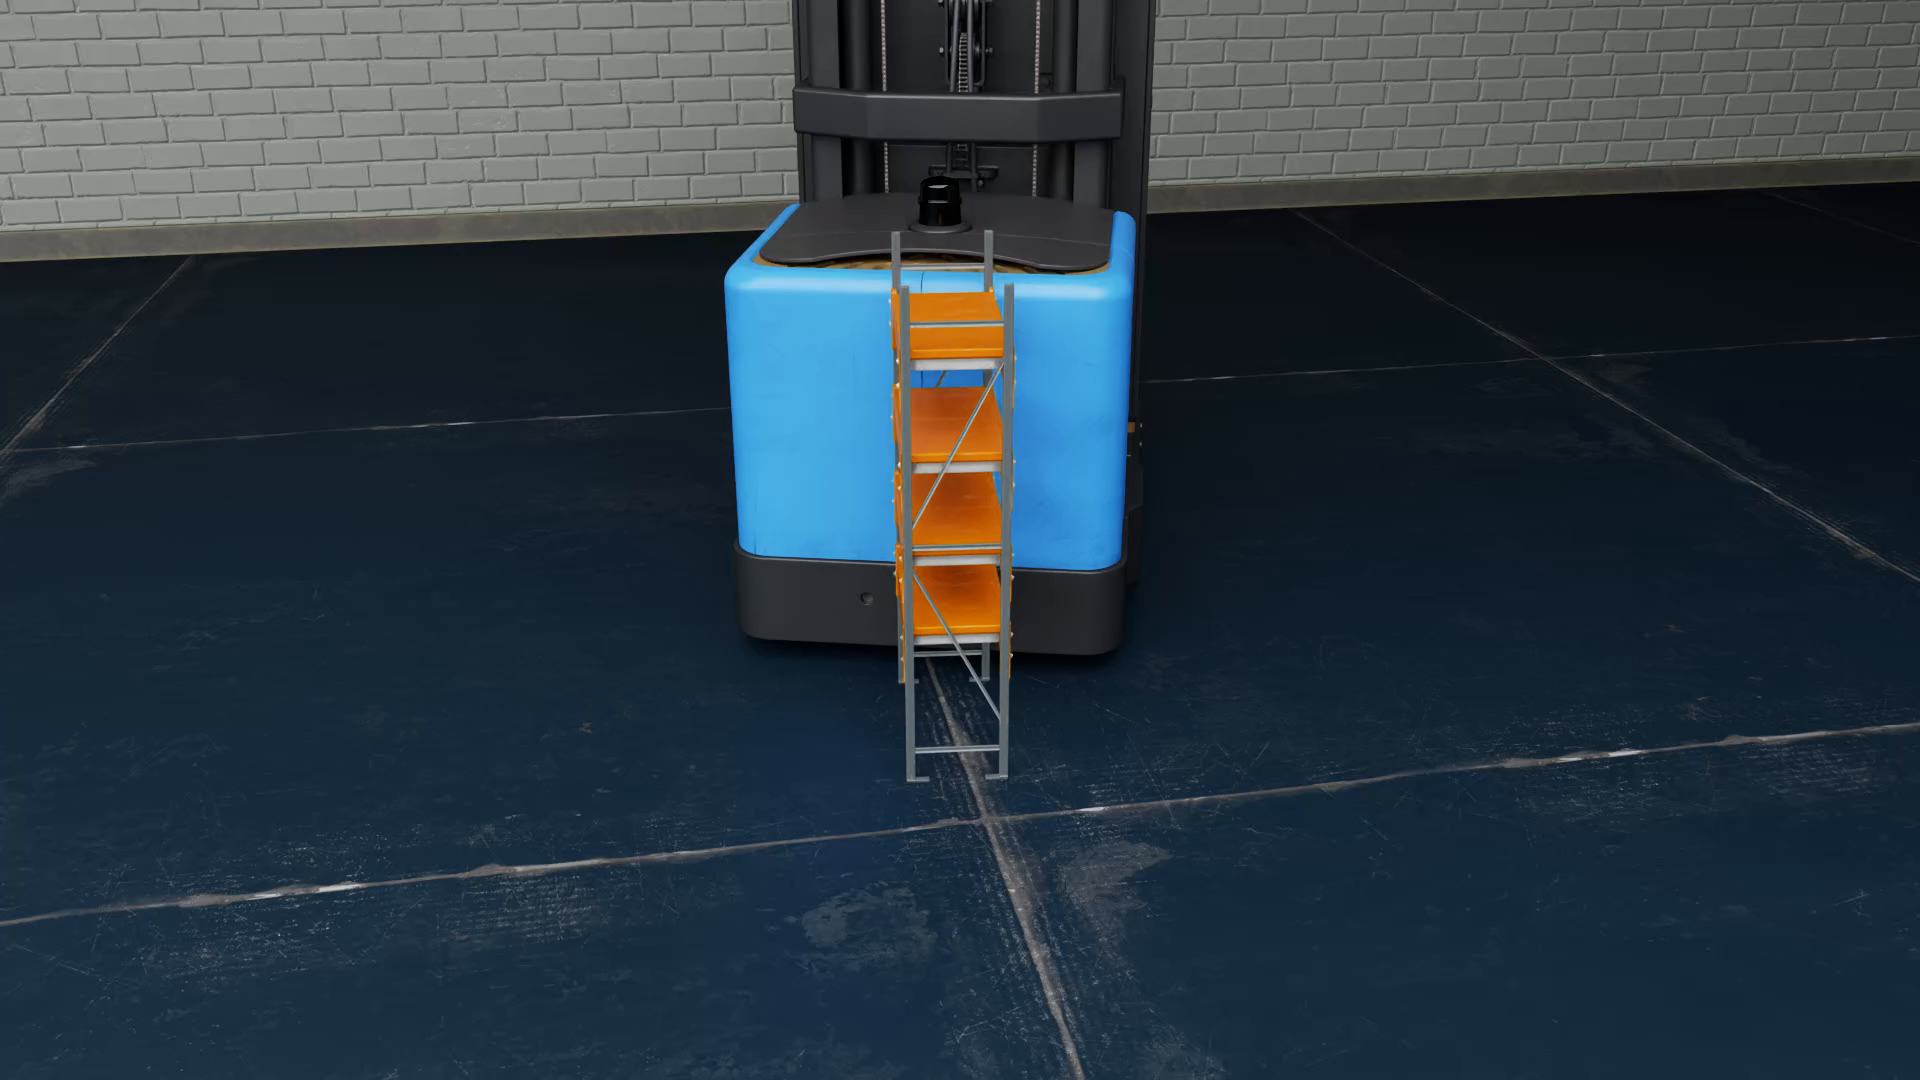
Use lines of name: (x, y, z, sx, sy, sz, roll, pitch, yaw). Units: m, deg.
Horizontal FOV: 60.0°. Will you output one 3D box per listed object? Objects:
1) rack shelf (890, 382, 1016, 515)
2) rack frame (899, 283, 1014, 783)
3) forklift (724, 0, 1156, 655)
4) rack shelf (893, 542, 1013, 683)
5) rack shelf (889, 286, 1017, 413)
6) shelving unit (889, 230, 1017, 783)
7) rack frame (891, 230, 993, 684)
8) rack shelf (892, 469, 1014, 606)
rack shelf: (-0.024, -0.222, 3.869, 0.258, 0.148, 0.480, -2, 24, -4)
rack frame: (-0.006, 0.019, 3.708, 0.240, 1.200, 0.015, -2, 24, -4)
forklift: (0.068, -1.594, 5.237, 1.130, 2.935, 3.031, 2, 24, 6)
rack shelf: (-0.024, 0.165, 4.038, 0.258, 0.148, 0.480, -2, 24, -4)
rack shelf: (-0.024, -0.439, 3.774, 0.258, 0.148, 0.480, -2, 24, -4)
shelving unit: (-0.024, -0.079, 3.931, 0.258, 1.200, 0.503, -2, 24, -4)
rack frame: (-0.042, -0.176, 4.154, 0.240, 1.200, 0.015, -2, 24, -4)
rack shelf: (-0.024, -0.017, 3.958, 0.258, 0.148, 0.480, -2, 24, -4)
